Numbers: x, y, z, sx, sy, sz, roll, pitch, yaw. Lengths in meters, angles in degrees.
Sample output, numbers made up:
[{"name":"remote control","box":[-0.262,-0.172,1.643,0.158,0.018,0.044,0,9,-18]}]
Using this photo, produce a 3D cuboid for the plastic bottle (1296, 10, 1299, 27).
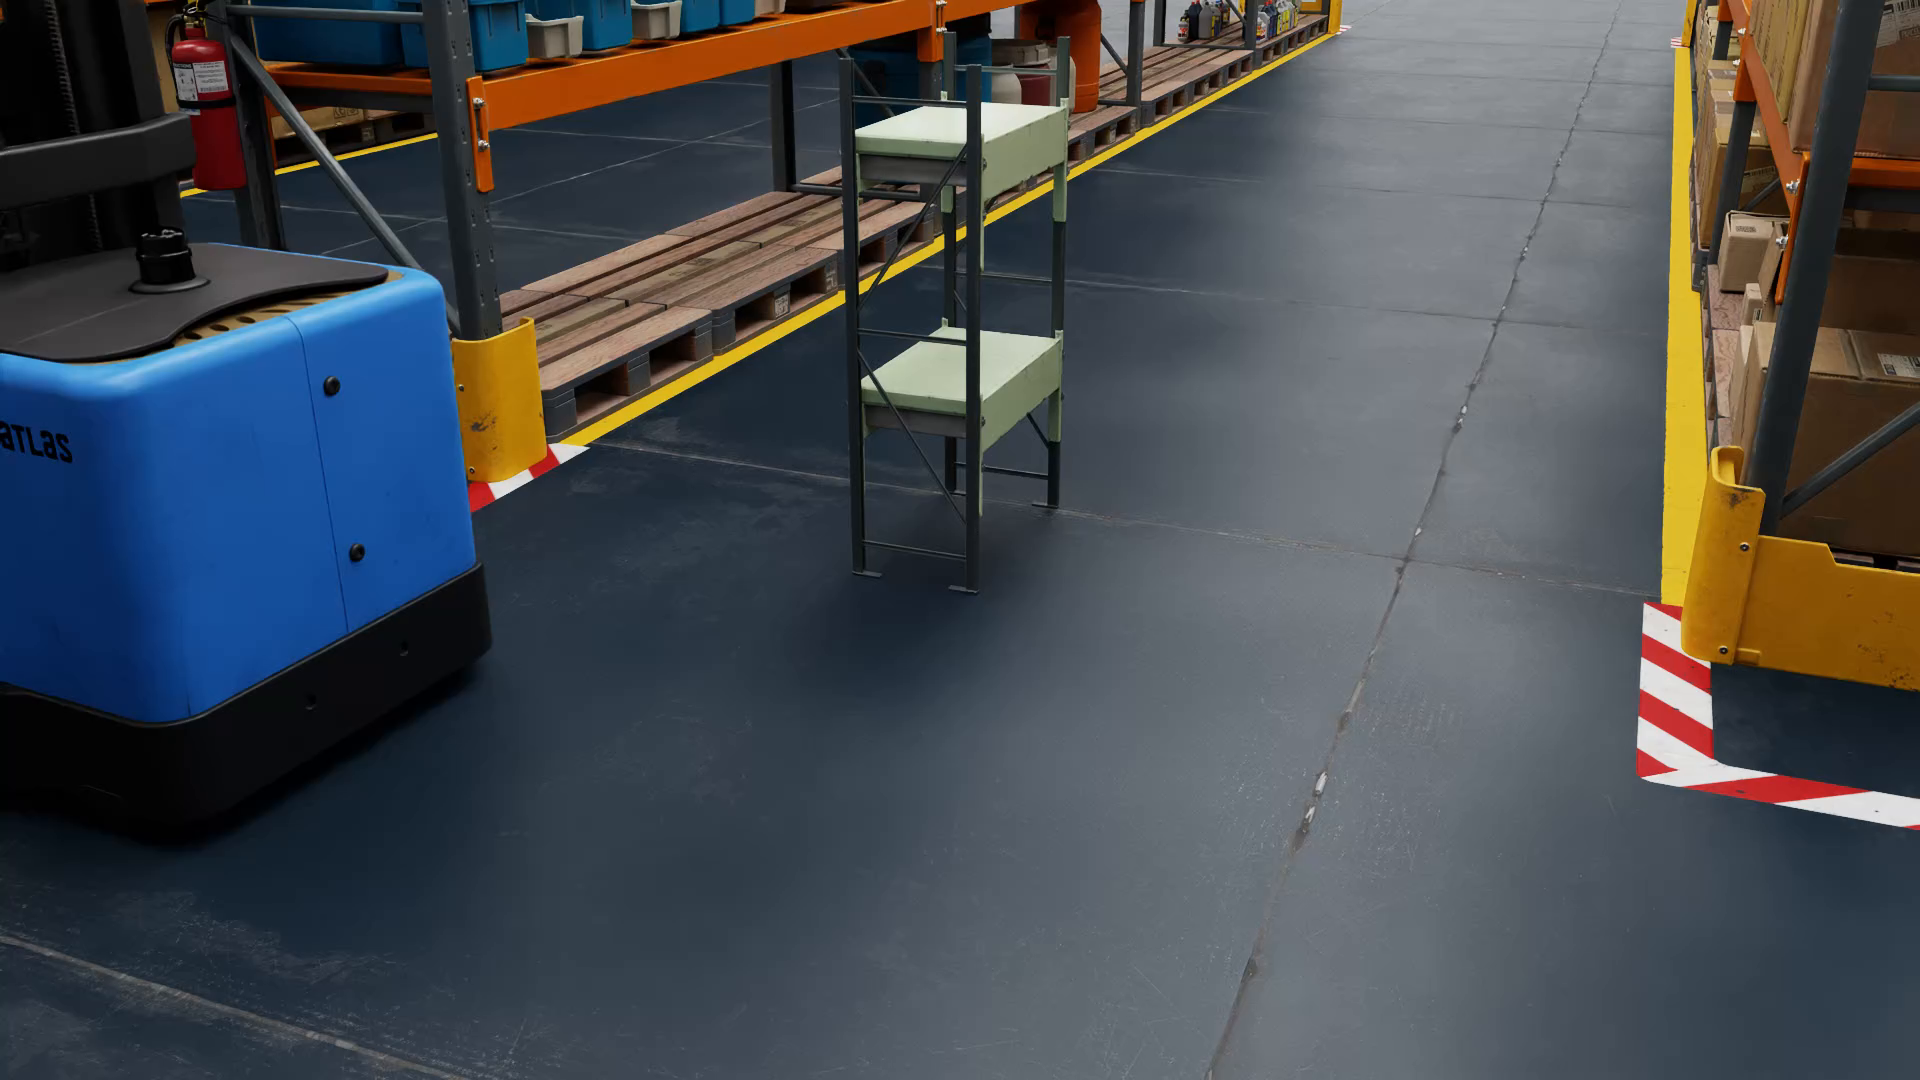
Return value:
[{"name":"plastic bottle","box":[3.598,-5.645,17.933,0.097,0.201,0.097,0,23,0]}]

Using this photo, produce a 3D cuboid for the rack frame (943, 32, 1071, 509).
[{"name":"rack frame","box":[0.138,-0.825,5.280,0.400,1.500,0.023,9,24,20]}]

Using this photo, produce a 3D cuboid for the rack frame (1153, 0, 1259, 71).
[{"name":"rack frame","box":[2.387,-6.022,15.775,1.000,3.000,0.127,9,24,20]}]

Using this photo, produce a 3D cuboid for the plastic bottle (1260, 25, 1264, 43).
[{"name":"plastic bottle","box":[2.950,-5.021,16.440,0.097,0.201,0.097,0,23,0]}]

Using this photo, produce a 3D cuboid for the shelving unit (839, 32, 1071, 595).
[{"name":"shelving unit","box":[0.002,-0.694,4.967,0.431,1.500,0.755,9,24,20]}]

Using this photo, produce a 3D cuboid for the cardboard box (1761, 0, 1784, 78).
[{"name":"cardboard box","box":[3.008,-1.807,5.554,0.500,0.500,0.500,8,24,19]}]

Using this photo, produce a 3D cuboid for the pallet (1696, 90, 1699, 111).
[{"name":"pallet","box":[6.748,-3.756,13.967,1.003,0.211,1.213,9,24,20]}]

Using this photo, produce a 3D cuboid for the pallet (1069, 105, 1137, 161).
[{"name":"pallet","box":[0.647,-3.016,12.196,1.003,0.211,1.213,9,24,20]}]

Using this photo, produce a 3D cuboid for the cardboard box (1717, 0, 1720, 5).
[{"name":"cardboard box","box":[7.151,-4.957,15.275,0.500,0.500,0.500,9,24,20]}]

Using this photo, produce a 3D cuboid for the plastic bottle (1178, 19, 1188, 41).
[{"name":"plastic bottle","box":[2.233,-5.108,16.648,0.097,0.201,0.097,0,23,0]}]

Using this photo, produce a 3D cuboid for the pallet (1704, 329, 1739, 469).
[{"name":"pallet","box":[3.306,-0.478,6.121,1.003,0.211,1.213,9,24,20]}]

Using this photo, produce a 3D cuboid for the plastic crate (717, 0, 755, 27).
[{"name":"plastic crate","box":[-1.072,-2.298,6.999,0.416,0.233,0.300,9,24,20]}]

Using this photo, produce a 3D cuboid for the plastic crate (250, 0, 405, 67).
[{"name":"plastic crate","box":[-2.119,-1.918,5.827,0.616,0.435,0.499,9,24,20]}]

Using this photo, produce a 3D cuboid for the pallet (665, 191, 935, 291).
[{"name":"pallet","box":[-0.821,-1.604,8.816,1.003,0.211,1.213,9,24,20]}]

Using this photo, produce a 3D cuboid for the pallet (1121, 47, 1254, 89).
[{"name":"pallet","box":[2.132,-4.449,15.627,1.003,0.211,1.213,9,24,20]}]

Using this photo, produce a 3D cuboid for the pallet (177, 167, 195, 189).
[{"name":"pallet","box":[-5.538,-2.321,10.532,1.003,0.211,1.213,9,24,20]}]

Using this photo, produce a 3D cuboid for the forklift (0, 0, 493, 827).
[{"name":"forklift","box":[-2.793,-1.092,4.062,3.031,2.935,1.130,10,25,23]}]

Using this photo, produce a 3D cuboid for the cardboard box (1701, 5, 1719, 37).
[{"name":"cardboard box","box":[6.600,-4.383,14.147,0.500,0.311,0.500,9,24,20]}]

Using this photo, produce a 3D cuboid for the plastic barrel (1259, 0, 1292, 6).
[{"name":"plastic barrel","box":[3.513,-6.073,18.581,0.421,0.512,0.421,0,23,0]}]

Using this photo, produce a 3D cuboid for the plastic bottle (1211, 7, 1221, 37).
[{"name":"plastic bottle","box":[2.577,-5.296,17.001,0.152,0.276,0.135,9,24,20]}]

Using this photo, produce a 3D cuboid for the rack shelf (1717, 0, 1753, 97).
[{"name":"rack shelf","box":[4.756,-2.833,9.073,1.077,0.370,4.000,9,24,20]}]

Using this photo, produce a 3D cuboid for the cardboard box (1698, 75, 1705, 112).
[{"name":"cardboard box","box":[5.656,-3.213,12.074,0.500,0.250,0.500,8,24,19]}]

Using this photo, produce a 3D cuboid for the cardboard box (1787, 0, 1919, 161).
[{"name":"cardboard box","box":[2.441,-1.263,4.252,0.500,0.500,0.500,10,25,22]}]

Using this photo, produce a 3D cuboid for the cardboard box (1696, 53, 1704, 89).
[{"name":"cardboard box","box":[6.224,-3.759,13.381,0.500,0.250,0.500,8,24,18]}]

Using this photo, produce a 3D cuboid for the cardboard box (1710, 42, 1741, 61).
[{"name":"cardboard box","box":[5.465,-3.287,11.522,0.500,0.311,0.500,9,24,21]}]

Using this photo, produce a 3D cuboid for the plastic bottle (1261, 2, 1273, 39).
[{"name":"plastic bottle","box":[3.072,-5.232,16.750,0.144,0.351,0.185,9,24,21]}]

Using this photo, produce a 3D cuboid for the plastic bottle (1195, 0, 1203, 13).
[{"name":"plastic bottle","box":[2.430,-5.343,17.016,0.144,0.351,0.185,8,24,17]}]

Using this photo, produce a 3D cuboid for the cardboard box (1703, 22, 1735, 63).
[{"name":"cardboard box","box":[6.030,-3.833,12.829,0.500,0.311,0.500,9,24,22]}]

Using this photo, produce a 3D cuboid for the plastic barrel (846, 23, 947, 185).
[{"name":"plastic barrel","box":[-0.366,-2.577,9.705,0.600,0.901,0.708,9,24,20]}]

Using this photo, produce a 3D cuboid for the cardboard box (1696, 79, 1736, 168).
[{"name":"cardboard box","box":[4.685,-2.441,9.874,0.500,0.500,0.500,8,24,19]}]

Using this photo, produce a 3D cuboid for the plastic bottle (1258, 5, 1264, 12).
[{"name":"plastic bottle","box":[3.154,-5.430,17.320,0.152,0.276,0.135,9,24,20]}]

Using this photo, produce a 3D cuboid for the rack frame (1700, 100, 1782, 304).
[{"name":"rack frame","box":[4.013,-2.449,7.221,1.000,3.000,0.127,9,24,20]}]

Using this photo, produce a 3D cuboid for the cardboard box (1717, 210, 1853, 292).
[{"name":"cardboard box","box":[3.657,-1.292,7.369,0.500,0.311,0.500,9,24,20]}]

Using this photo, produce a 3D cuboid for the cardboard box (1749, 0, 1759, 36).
[{"name":"cardboard box","box":[3.571,-2.352,6.858,0.500,0.500,0.500,9,24,21]}]

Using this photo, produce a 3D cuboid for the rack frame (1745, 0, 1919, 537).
[{"name":"rack frame","box":[2.528,-1.017,3.794,1.000,3.000,0.127,9,24,20]}]

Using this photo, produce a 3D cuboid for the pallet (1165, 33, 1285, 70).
[{"name":"pallet","box":[2.676,-4.970,16.874,1.003,0.211,1.213,9,24,20]}]

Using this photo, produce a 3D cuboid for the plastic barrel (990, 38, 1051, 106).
[{"name":"plastic barrel","box":[0.316,-3.090,11.340,0.600,0.588,0.708,9,24,20]}]

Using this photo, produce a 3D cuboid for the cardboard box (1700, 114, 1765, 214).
[{"name":"cardboard box","box":[4.122,-1.892,8.559,0.500,0.500,0.500,9,24,20]}]

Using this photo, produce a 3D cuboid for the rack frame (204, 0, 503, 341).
[{"name":"rack frame","box":[-2.070,-1.728,5.495,1.000,3.000,0.127,9,24,20]}]

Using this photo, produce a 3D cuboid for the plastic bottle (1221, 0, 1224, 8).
[{"name":"plastic bottle","box":[2.809,-5.721,18.007,0.061,0.283,0.133,9,24,21]}]

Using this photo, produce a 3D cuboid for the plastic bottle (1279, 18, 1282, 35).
[{"name":"plastic bottle","box":[3.269,-5.329,17.175,0.097,0.201,0.097,0,23,0]}]

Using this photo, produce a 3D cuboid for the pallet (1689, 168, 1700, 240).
[{"name":"pallet","box":[4.732,-1.897,9.517,1.003,0.211,1.213,9,24,20]}]

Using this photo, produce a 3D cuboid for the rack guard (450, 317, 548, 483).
[{"name":"rack guard","box":[-2.067,-0.564,5.952,1.175,0.500,0.348,9,24,20]}]

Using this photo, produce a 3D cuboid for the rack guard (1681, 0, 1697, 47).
[{"name":"rack guard","box":[8.480,-5.598,18.004,1.175,0.500,0.348,9,24,20]}]

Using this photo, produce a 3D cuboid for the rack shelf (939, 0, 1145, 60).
[{"name":"rack shelf","box":[0.159,-3.543,10.774,1.077,0.370,4.000,9,24,20]}]

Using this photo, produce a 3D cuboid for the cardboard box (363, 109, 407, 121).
[{"name":"cardboard box","box":[-4.633,-3.633,12.269,1.225,0.875,0.875,8,24,18]}]

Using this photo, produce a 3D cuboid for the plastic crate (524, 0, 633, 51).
[{"name":"plastic crate","box":[-1.428,-1.955,6.178,0.416,0.233,0.300,9,24,20]}]

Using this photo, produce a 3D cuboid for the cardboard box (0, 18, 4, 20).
[{"name":"cardboard box","box":[-5.837,-2.535,9.639,0.875,0.875,0.875,9,24,20]}]

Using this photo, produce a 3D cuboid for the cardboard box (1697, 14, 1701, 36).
[{"name":"cardboard box","box":[7.697,-5.150,16.709,0.500,0.250,0.500,9,24,20]}]

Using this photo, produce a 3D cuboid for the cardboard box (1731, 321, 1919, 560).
[{"name":"cardboard box","box":[2.501,-0.297,4.741,0.500,0.500,0.500,9,24,20]}]

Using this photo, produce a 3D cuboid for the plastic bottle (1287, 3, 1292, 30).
[{"name":"plastic bottle","box":[3.427,-5.544,17.593,0.152,0.276,0.135,8,24,19]}]
